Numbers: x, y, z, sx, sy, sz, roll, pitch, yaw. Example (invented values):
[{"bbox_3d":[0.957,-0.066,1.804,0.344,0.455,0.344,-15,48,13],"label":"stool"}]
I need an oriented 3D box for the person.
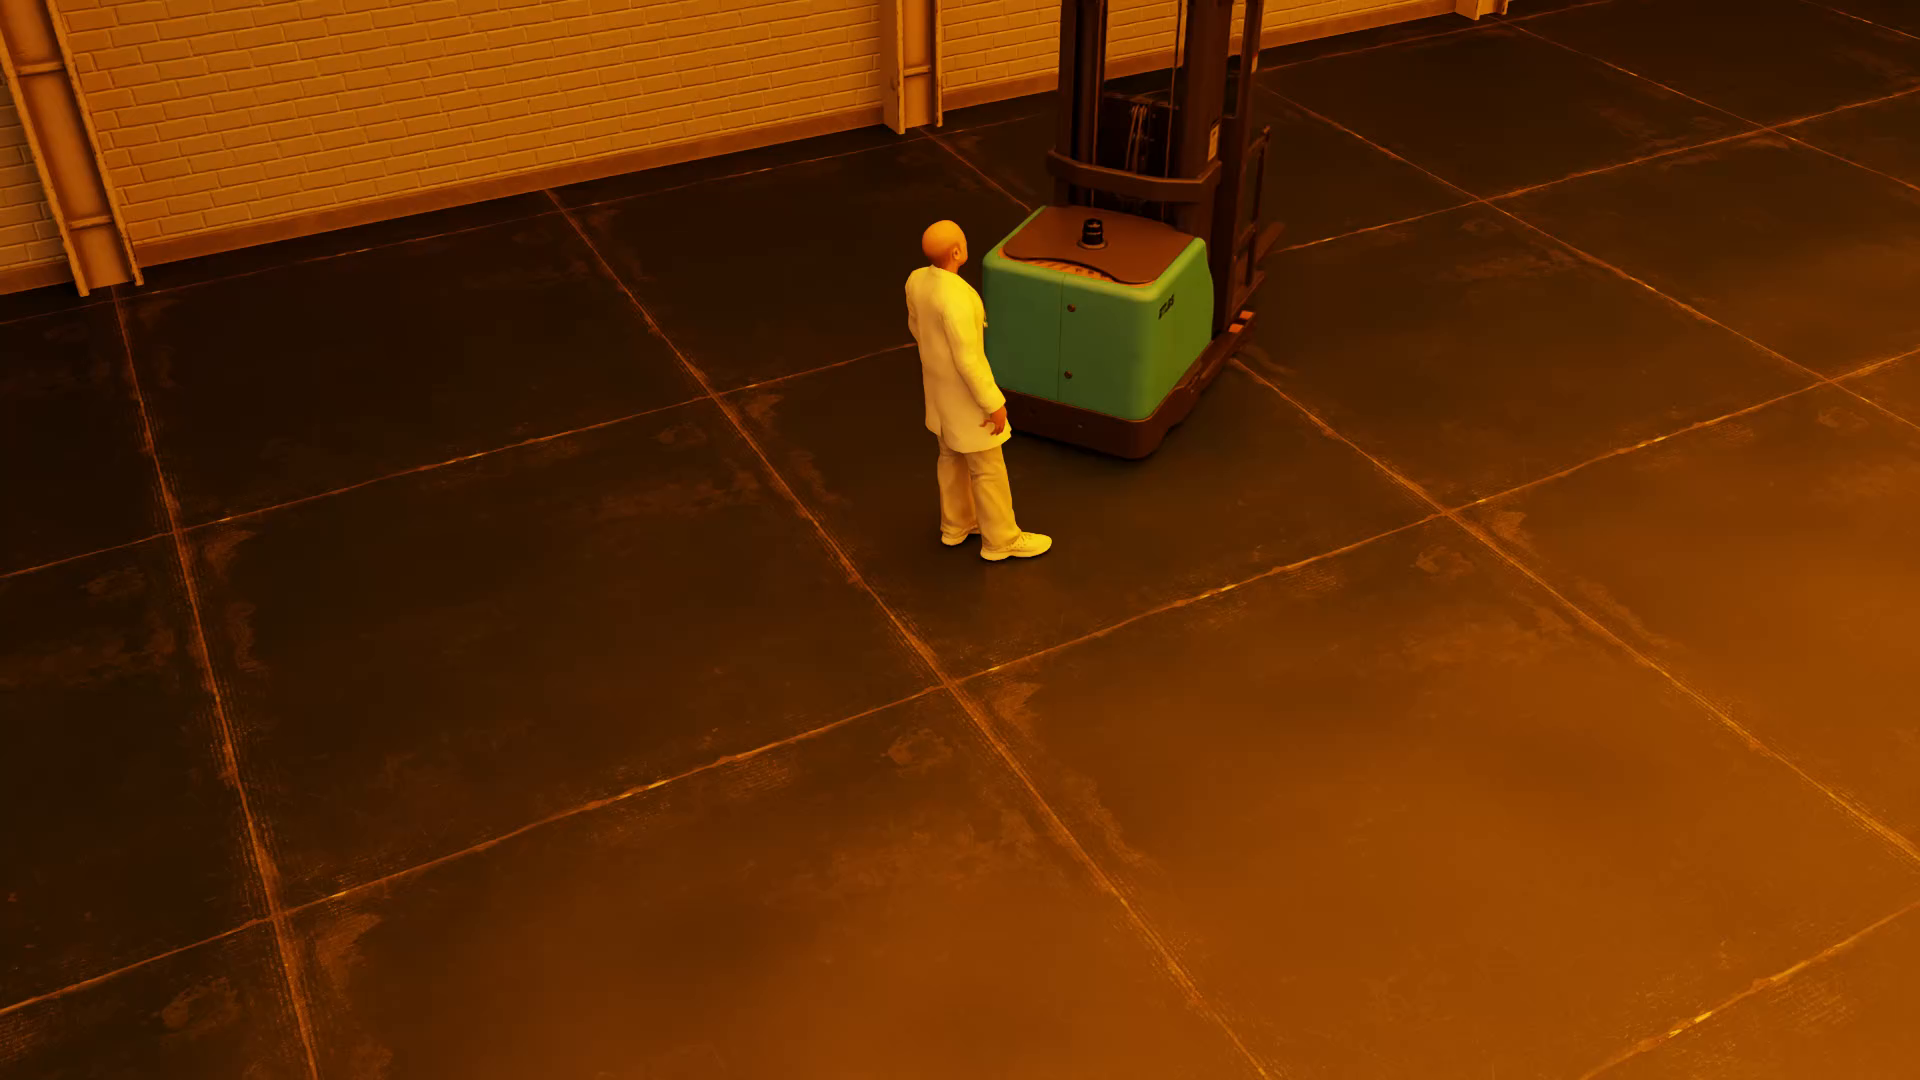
[{"bbox_3d":[0.082,-0.754,8.176,0.581,1.775,0.694,-17,39,-23],"label":"person"}]

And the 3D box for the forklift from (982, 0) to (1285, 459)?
[{"bbox_3d":[1.226,-2.479,9.631,1.130,2.935,3.031,16,38,22],"label":"forklift"}]
